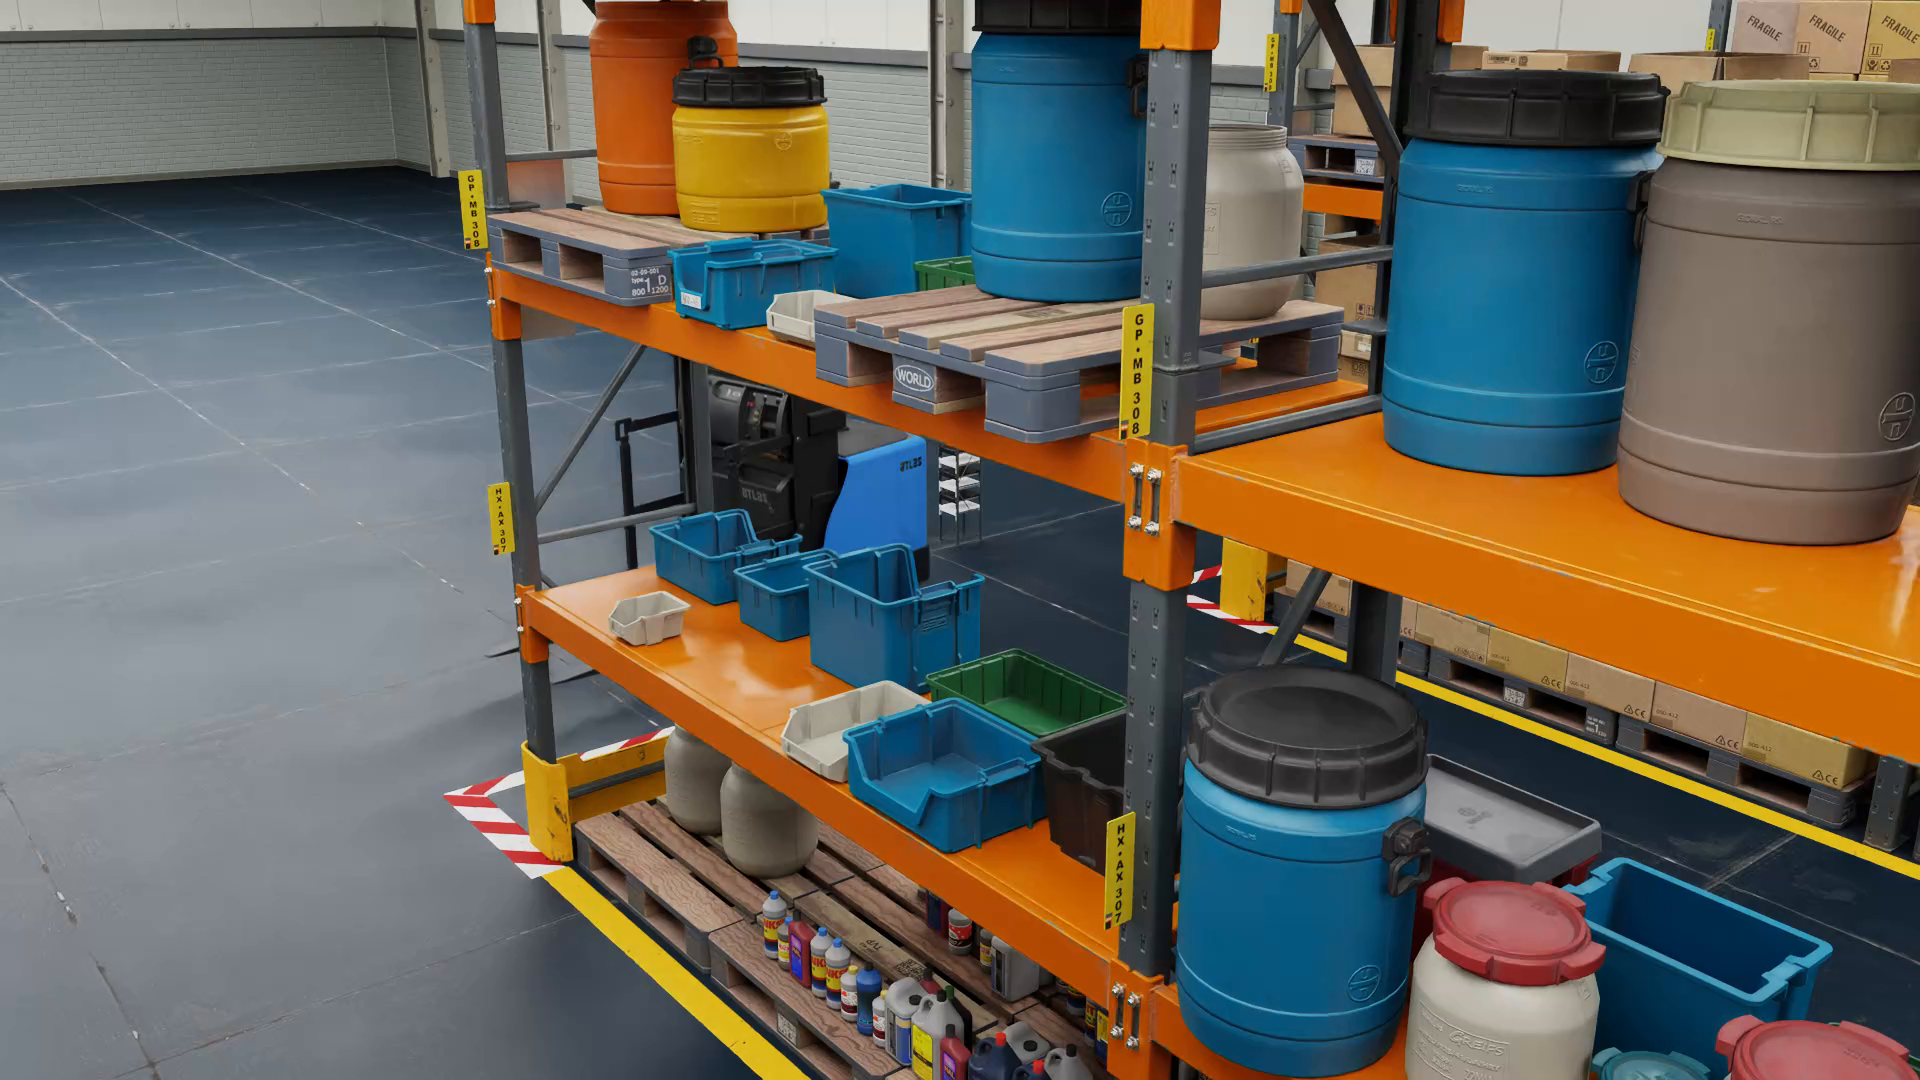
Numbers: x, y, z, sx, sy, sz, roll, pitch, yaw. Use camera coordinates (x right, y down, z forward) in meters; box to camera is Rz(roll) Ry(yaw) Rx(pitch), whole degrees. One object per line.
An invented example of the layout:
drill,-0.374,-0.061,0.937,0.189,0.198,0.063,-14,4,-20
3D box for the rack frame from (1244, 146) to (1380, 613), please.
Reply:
rack frame,2.268,-1.035,10.716,1.000,3.000,0.127,-14,23,-36

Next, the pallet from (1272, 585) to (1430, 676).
pallet,2.776,0.469,10.610,1.003,0.211,1.213,-14,23,-36

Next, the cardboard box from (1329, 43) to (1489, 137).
cardboard box,2.622,-2.631,9.710,0.797,0.503,0.637,-12,22,-32

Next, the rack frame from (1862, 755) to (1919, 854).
rack frame,4.752,-0.049,7.740,1.000,3.000,0.127,-14,23,-36

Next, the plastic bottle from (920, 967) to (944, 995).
plastic bottle,-0.094,1.706,6.060,0.061,0.283,0.133,-14,23,-36

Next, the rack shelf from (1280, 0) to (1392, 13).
rack shelf,3.510,-2.859,8.461,1.077,0.370,4.000,-14,23,-36

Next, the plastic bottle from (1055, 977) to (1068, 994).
plastic bottle,0.416,1.635,6.404,0.097,0.201,0.097,0,18,0

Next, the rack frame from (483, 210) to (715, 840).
rack frame,-1.617,-0.069,7.800,1.000,3.000,0.127,-14,23,-36

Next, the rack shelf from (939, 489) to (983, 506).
rack shelf,0.005,-0.308,12.254,0.258,0.077,0.200,-14,23,-36

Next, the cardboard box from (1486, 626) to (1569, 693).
cardboard box,3.357,0.616,9.435,0.500,0.250,0.500,-14,23,-36

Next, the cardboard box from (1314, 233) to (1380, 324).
cardboard box,2.581,-1.568,10.102,0.700,0.500,0.500,-14,23,-36

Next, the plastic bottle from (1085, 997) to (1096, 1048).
plastic bottle,0.506,1.711,6.065,0.097,0.271,0.097,0,18,0

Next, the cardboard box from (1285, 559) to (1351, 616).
cardboard box,2.427,0.246,10.552,0.500,0.250,0.500,-14,23,-36

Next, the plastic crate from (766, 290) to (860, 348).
plastic crate,-0.447,-0.699,5.349,0.243,0.136,0.396,-14,23,-36

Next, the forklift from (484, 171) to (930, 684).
forklift,-1.539,-0.814,10.157,1.130,2.935,3.031,15,23,38

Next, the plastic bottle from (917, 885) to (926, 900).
plastic bottle,-0.133,1.417,7.062,0.097,0.201,0.097,0,18,0

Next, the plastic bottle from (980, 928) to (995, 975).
plastic bottle,0.127,1.593,6.530,0.097,0.201,0.097,0,18,0

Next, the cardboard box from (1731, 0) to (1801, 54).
cardboard box,6.198,-3.816,12.562,0.500,0.500,0.500,-16,24,-40

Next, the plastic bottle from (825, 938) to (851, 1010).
plastic bottle,-0.461,1.634,6.297,0.097,0.271,0.097,0,18,0

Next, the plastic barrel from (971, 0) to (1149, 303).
plastic barrel,0.333,-1.211,5.010,0.600,0.901,0.708,-14,23,-36

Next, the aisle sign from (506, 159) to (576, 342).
aisle sign,-1.891,-1.264,7.272,0.394,0.787,0.004,-14,23,-36

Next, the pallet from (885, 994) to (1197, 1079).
pallet,0.482,2.067,5.786,1.003,0.211,1.213,-14,23,-36

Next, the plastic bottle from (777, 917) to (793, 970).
plastic bottle,-0.671,1.583,6.560,0.097,0.201,0.097,0,18,0

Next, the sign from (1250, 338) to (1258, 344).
sign,1.829,-1.377,10.245,0.100,0.325,0.005,-14,23,-36

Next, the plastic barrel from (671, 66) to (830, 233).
plastic barrel,-0.810,-1.526,6.459,0.600,0.588,0.600,0,18,0

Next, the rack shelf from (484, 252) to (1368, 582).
rack shelf,-0.375,-0.659,5.953,1.077,0.370,4.000,-14,23,-36

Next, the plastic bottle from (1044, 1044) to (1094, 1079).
plastic bottle,0.354,1.835,5.564,0.144,0.351,0.185,-14,23,-36

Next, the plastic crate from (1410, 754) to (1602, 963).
plastic crate,1.407,0.946,4.633,0.402,0.464,0.583,-14,23,-36

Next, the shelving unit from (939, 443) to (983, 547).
shelving unit,0.005,-0.425,12.215,0.258,0.900,0.210,-14,23,-36

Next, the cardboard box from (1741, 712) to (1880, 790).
cardboard box,4.293,0.985,8.322,0.500,0.250,0.500,-14,23,-36

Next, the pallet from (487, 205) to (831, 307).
pallet,-1.180,-1.181,6.684,1.003,0.211,1.213,-14,23,-36

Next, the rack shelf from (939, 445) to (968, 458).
rack shelf,0.005,-0.650,12.141,0.258,0.077,0.200,-14,23,-36

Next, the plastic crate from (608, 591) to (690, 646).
plastic crate,-1.314,0.339,6.985,0.298,0.136,0.250,-14,23,-36

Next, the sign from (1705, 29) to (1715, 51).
sign,5.724,-3.736,12.710,0.100,0.325,0.005,-14,23,-36

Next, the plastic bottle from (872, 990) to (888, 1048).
plastic bottle,-0.271,1.742,6.081,0.097,0.201,0.097,0,18,0

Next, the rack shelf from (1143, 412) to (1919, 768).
rack shelf,2.108,0.327,2.976,1.077,0.370,4.000,-14,23,-36

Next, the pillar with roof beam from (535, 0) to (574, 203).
pillar with roof beam,-11.014,-9.921,28.007,9.100,9.000,0.400,-14,23,-36

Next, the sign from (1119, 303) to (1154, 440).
sign,0.428,-0.407,4.034,0.100,0.325,0.005,-14,23,-36

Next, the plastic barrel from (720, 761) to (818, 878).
plastic barrel,-0.837,1.183,7.307,0.421,0.512,0.421,0,18,0

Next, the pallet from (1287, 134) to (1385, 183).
pallet,2.687,-2.238,9.717,1.003,0.211,1.213,-14,23,-36

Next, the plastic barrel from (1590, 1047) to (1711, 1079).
plastic barrel,1.568,1.338,3.769,0.301,0.262,0.301,0,18,0

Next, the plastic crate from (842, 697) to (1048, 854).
plastic crate,-0.033,0.767,5.510,0.499,0.251,0.616,-14,23,-36

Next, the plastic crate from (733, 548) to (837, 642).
plastic crate,-0.673,0.227,7.140,0.499,0.251,0.408,-14,23,-36

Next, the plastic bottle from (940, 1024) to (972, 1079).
plastic bottle,-0.012,1.815,5.730,0.061,0.283,0.133,-12,22,-33
